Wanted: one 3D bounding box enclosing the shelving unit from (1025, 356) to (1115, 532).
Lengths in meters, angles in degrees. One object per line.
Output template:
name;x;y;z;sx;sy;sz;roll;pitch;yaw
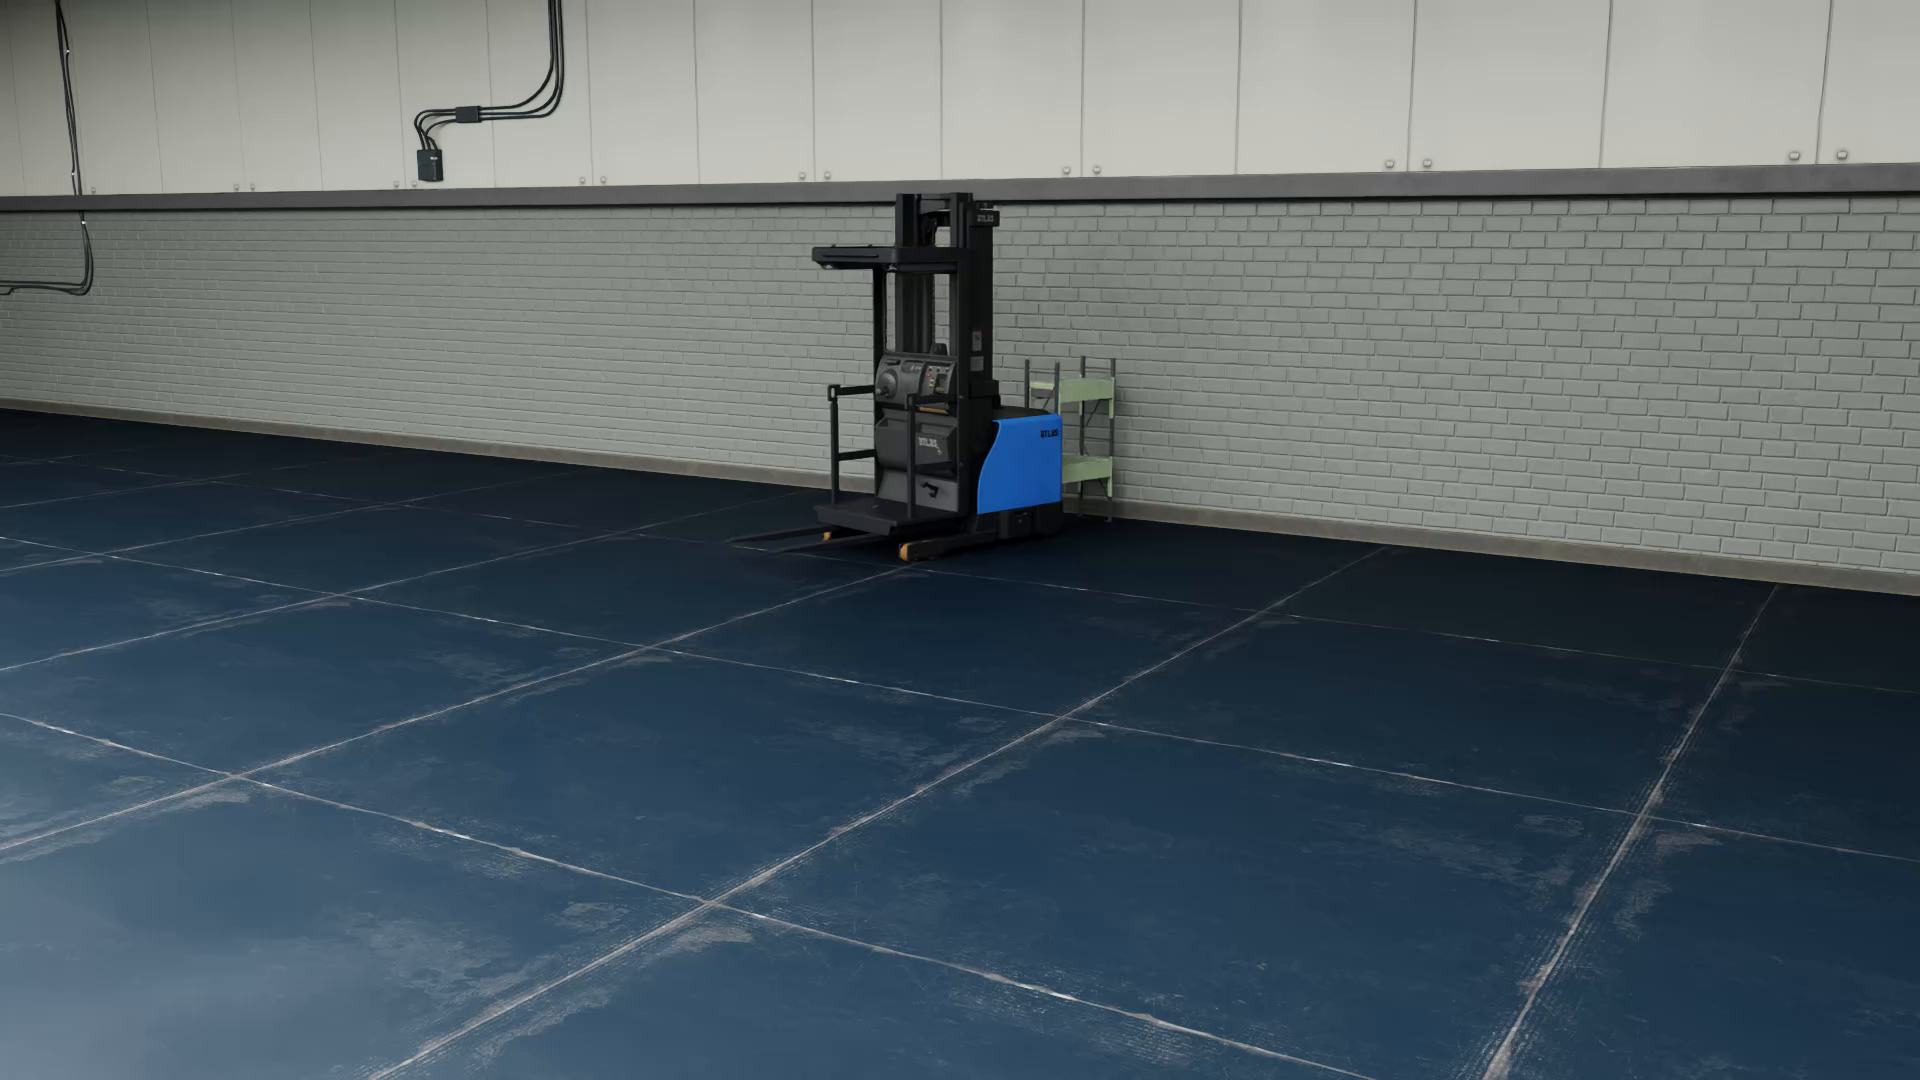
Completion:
shelving unit;0.986;-0.883;14.997;0.755;1.500;0.431;-9;14;-43

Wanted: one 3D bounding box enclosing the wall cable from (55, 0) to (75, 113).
wall cable;-11.131;-6.990;21.967;3.097;2.526;0.112;6;12;31

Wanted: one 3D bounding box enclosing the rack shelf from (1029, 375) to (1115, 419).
rack shelf;0.988;-1.267;14.927;0.720;0.370;0.431;-9;14;-43

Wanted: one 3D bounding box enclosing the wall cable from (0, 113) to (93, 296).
wall cable;-13.443;-4.766;23.813;3.097;2.526;0.112;6;12;31

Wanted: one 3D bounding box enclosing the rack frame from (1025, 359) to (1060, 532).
rack frame;0.721;-0.838;14.750;0.023;1.500;0.400;-9;14;-43

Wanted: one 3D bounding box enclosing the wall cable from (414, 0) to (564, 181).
wall cable;-5.338;-7.055;18.356;2.305;6.003;0.169;6;12;31

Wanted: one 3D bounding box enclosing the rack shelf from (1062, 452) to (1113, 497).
rack shelf;0.985;-0.562;15.056;0.720;0.370;0.431;-9;14;-43

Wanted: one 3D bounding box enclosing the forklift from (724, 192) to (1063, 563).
forklift;-0.525;-1.362;13.681;3.031;2.935;1.130;-10;14;-41

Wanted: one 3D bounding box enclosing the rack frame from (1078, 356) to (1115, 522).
rack frame;1.252;-0.927;15.245;0.023;1.500;0.400;-9;14;-43
